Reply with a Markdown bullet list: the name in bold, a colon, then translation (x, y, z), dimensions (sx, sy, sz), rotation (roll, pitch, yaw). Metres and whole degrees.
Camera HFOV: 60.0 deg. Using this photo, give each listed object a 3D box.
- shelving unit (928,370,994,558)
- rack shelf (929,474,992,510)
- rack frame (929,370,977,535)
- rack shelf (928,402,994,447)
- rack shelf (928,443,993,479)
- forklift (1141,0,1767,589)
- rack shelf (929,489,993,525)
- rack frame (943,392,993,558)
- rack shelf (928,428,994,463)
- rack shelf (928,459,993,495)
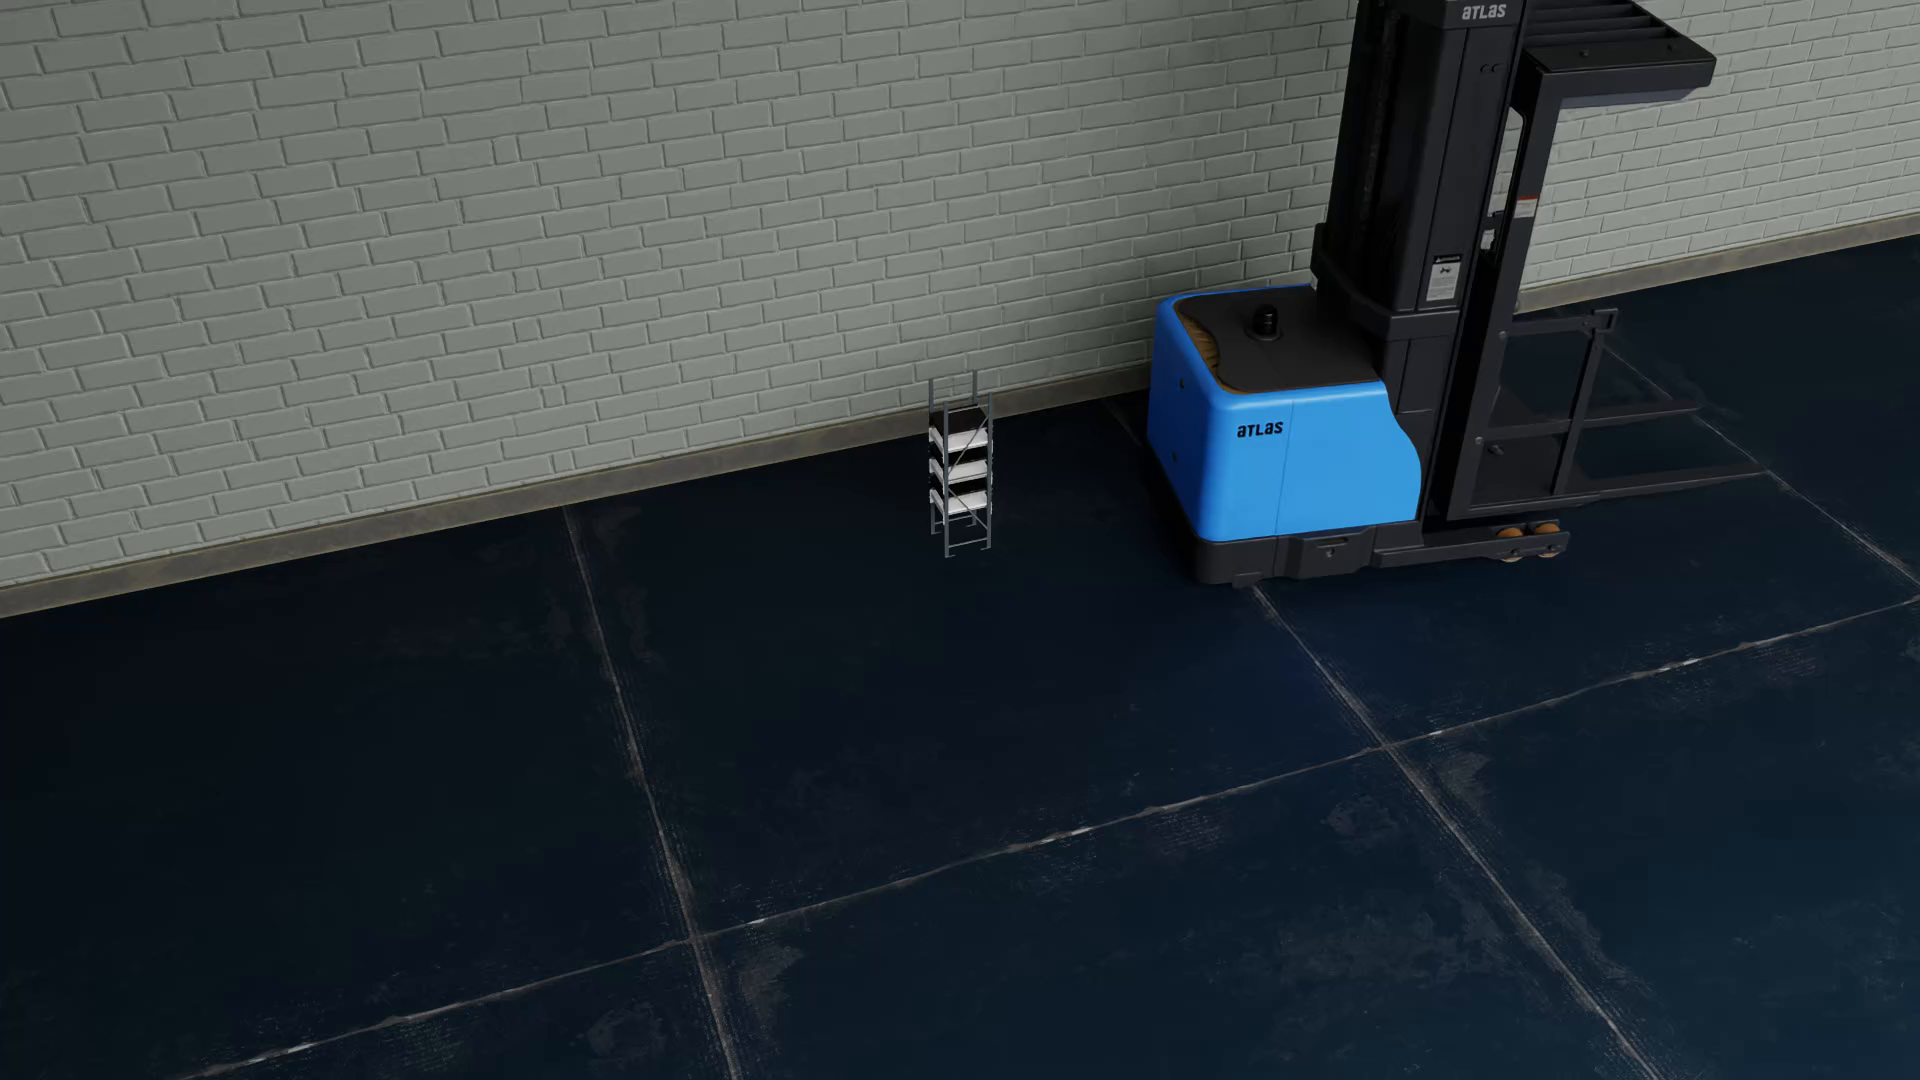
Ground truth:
- **shelving unit**: translation (0.003, -0.355, 7.973), dimensions (0.258, 0.900, 0.210), rotation (-12, 39, -16)
- **rack shelf**: translation (0.003, -0.256, 8.047), dimensions (0.258, 0.077, 0.200), rotation (-12, 39, -16)
- **rack frame**: translation (-0.032, -0.412, 8.049), dimensions (0.240, 0.900, 0.006), rotation (-12, 39, -16)
- **rack shelf**: translation (0.003, -0.544, 7.831), dimensions (0.258, 0.077, 0.200), rotation (-12, 39, -16)
- **rack shelf**: translation (0.003, -0.400, 7.939), dimensions (0.258, 0.077, 0.200), rotation (-12, 39, -16)
- **forklift**: translation (2.501, -1.370, 7.632), dimensions (3.031, 2.935, 1.130), rotation (-6, 37, -8)
- **rack shelf**: translation (0.003, -0.184, 8.102), dimensions (0.258, 0.077, 0.200), rotation (-12, 39, -16)
- **rack frame**: translation (0.038, -0.297, 7.897), dimensions (0.240, 0.900, 0.006), rotation (-12, 39, -16)
- **rack shelf**: translation (0.003, -0.472, 7.885), dimensions (0.258, 0.077, 0.200), rotation (-12, 39, -16)
- **rack shelf**: translation (0.003, -0.328, 7.993), dimensions (0.258, 0.077, 0.200), rotation (-12, 39, -16)
